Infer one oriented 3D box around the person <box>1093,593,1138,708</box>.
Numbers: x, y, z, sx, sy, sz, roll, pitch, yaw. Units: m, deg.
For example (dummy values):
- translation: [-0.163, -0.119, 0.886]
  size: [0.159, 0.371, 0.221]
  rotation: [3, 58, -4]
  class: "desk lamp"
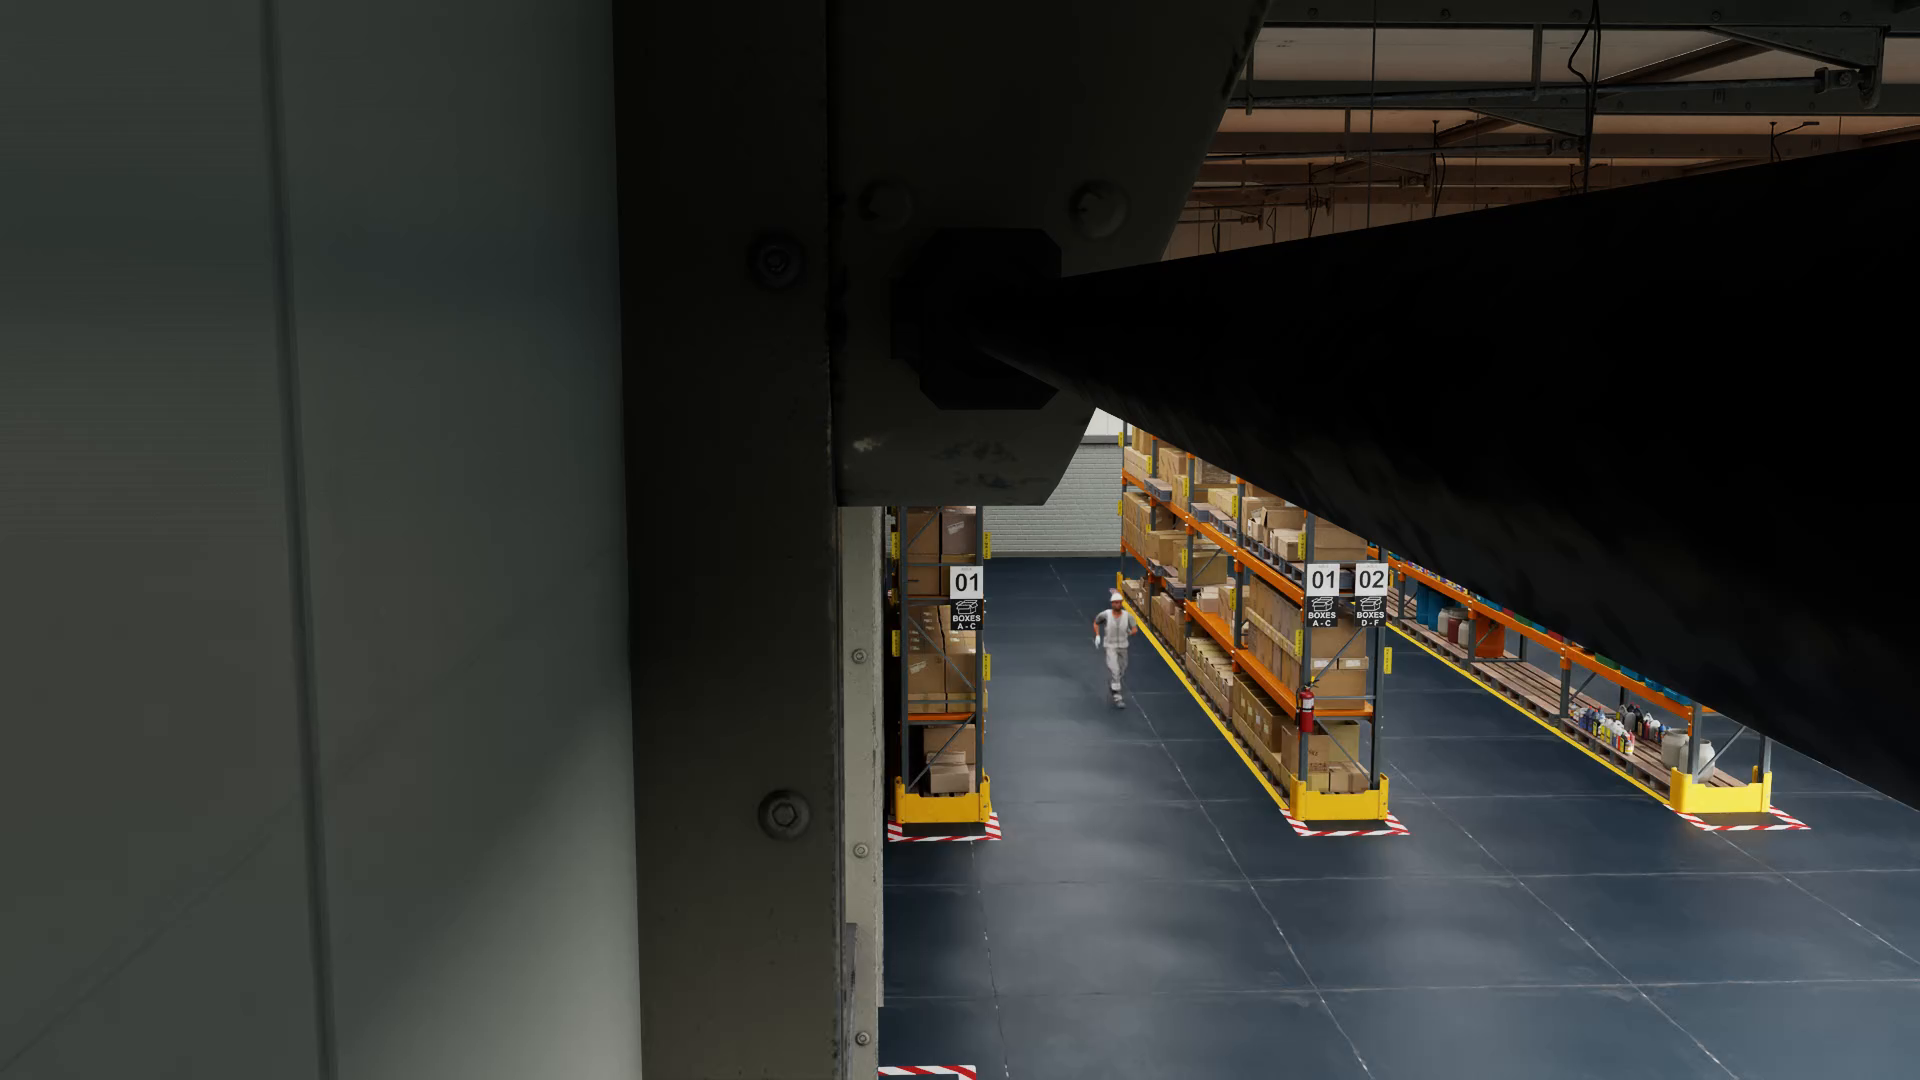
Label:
- translation: [2.478, 1.712, 26.419]
  size: [0.661, 1.768, 0.993]
  rotation: [-2, 8, -11]
  class: "person"
